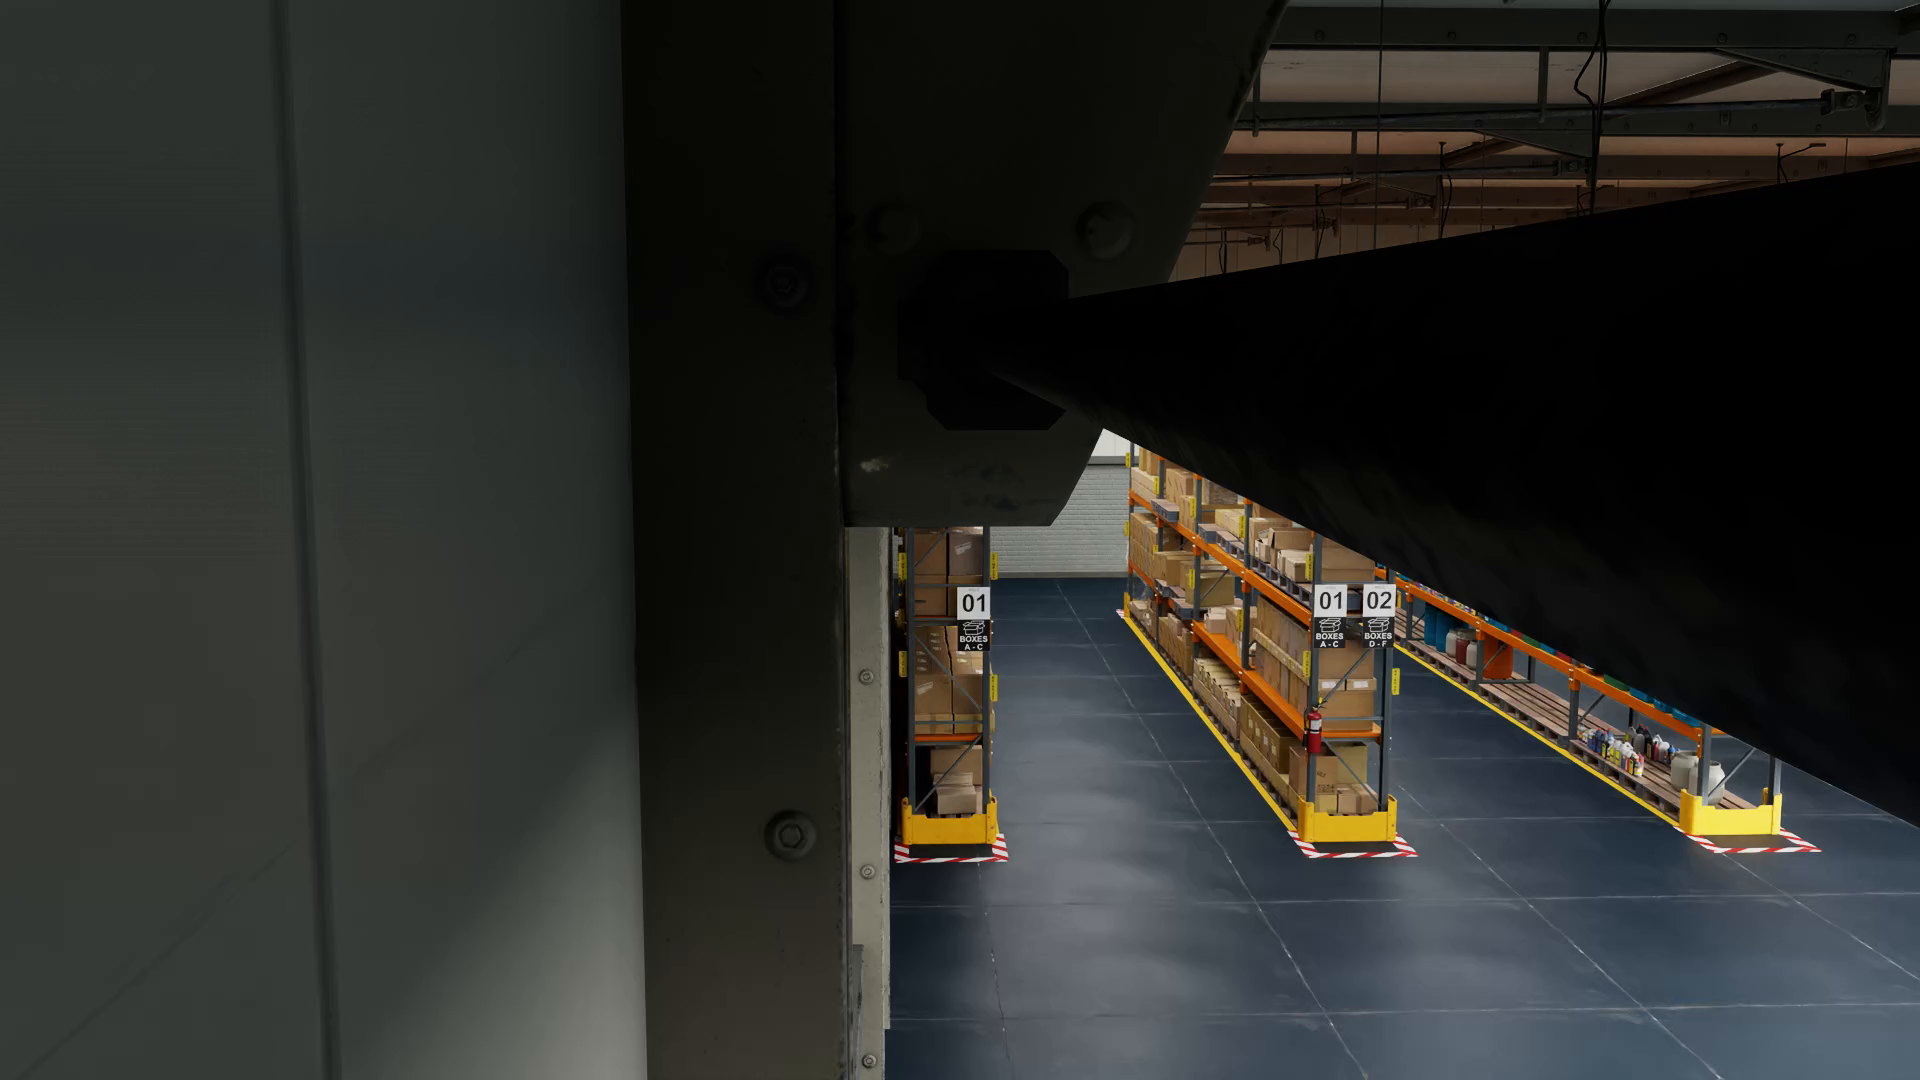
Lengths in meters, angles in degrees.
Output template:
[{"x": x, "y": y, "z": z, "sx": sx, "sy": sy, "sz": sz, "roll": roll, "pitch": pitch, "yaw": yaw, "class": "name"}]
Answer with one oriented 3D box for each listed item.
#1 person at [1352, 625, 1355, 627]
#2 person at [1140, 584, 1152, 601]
[{"x": 6.412, "y": 2.081, "z": 27.764, "sx": 0.527, "sy": 1.480, "sz": 0.902, "roll": -1, "pitch": 7, "yaw": -5, "class": "person"}, {"x": 4.512, "y": 0.649, "z": 37.790, "sx": 0.843, "sy": 1.740, "sz": 0.600, "roll": 6, "pitch": 9, "yaw": 37, "class": "person"}]
